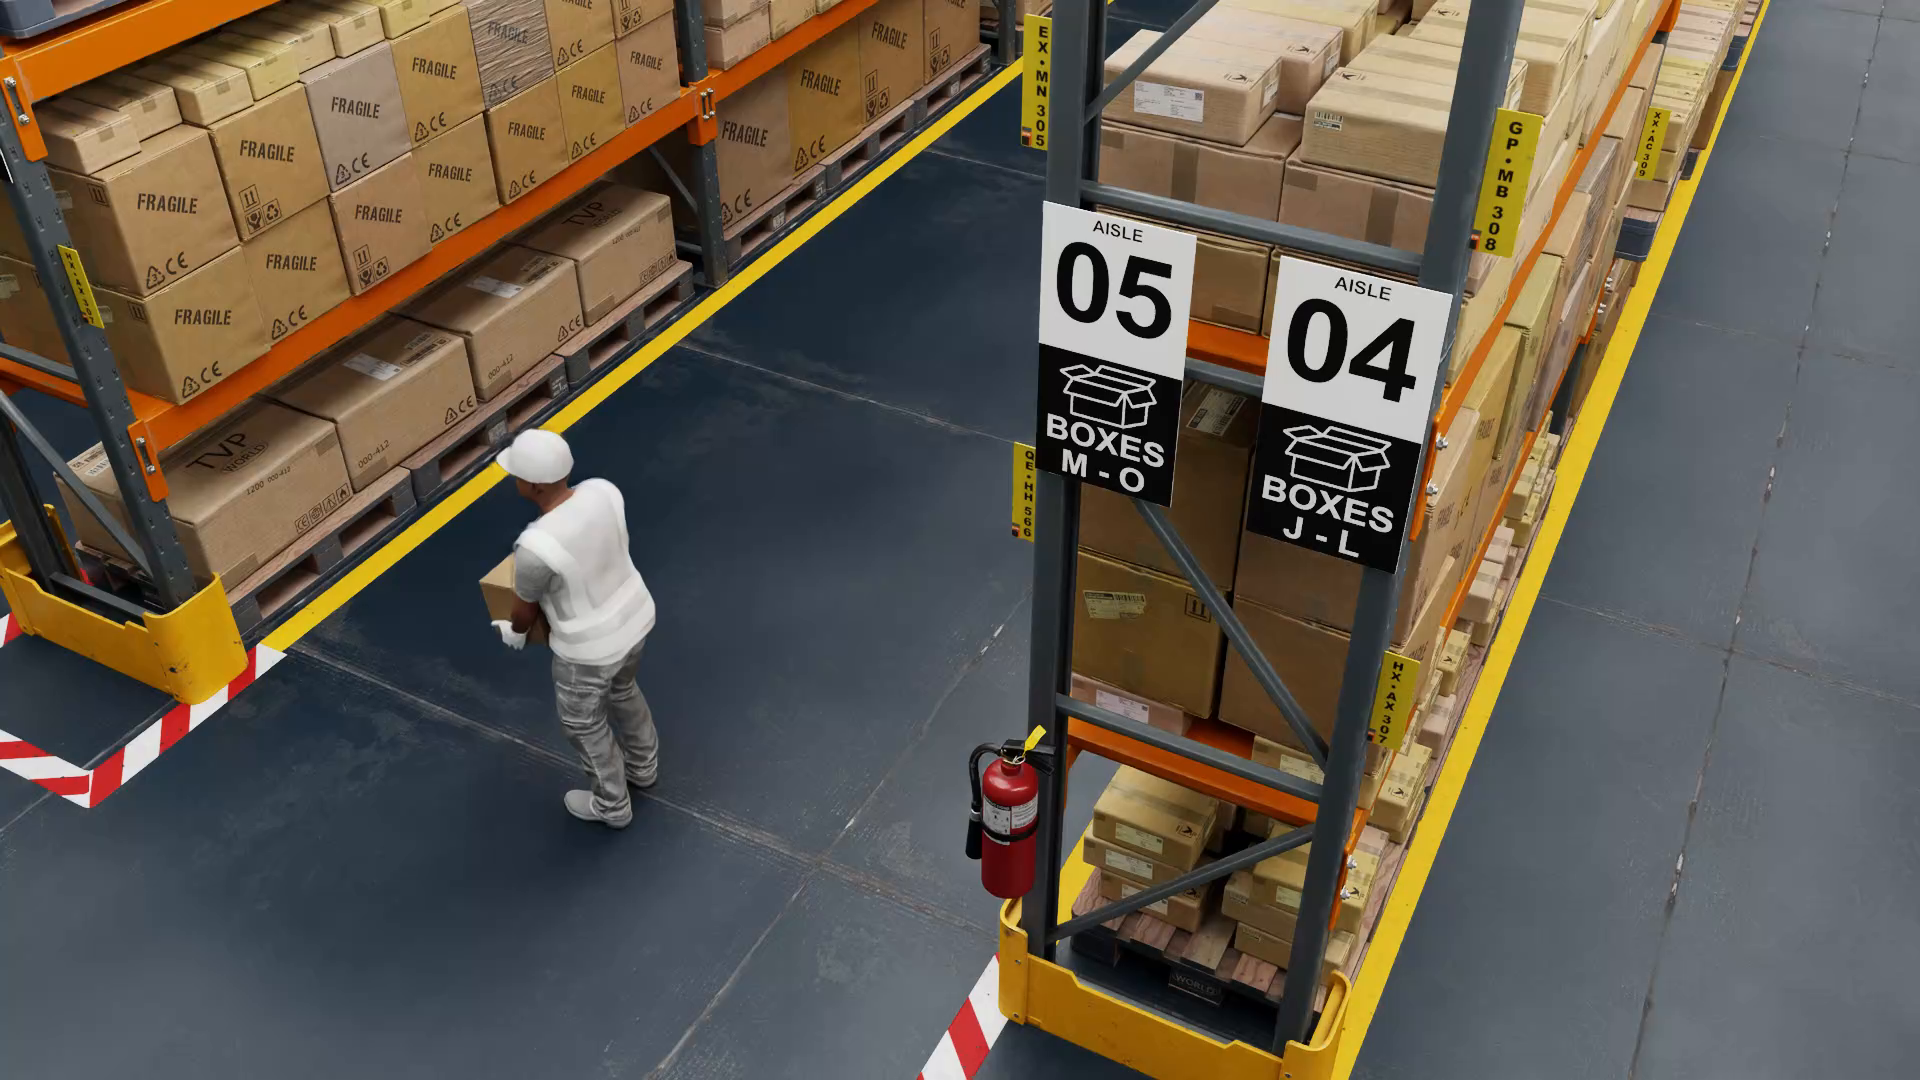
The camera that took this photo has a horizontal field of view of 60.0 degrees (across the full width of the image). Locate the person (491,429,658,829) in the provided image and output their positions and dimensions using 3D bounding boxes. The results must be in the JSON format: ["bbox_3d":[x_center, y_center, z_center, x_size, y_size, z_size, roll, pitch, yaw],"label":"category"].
[{"bbox_3d":[-1.469,0.329,6.316,0.597,1.770,0.490,17,41,21],"label":"person"}]
